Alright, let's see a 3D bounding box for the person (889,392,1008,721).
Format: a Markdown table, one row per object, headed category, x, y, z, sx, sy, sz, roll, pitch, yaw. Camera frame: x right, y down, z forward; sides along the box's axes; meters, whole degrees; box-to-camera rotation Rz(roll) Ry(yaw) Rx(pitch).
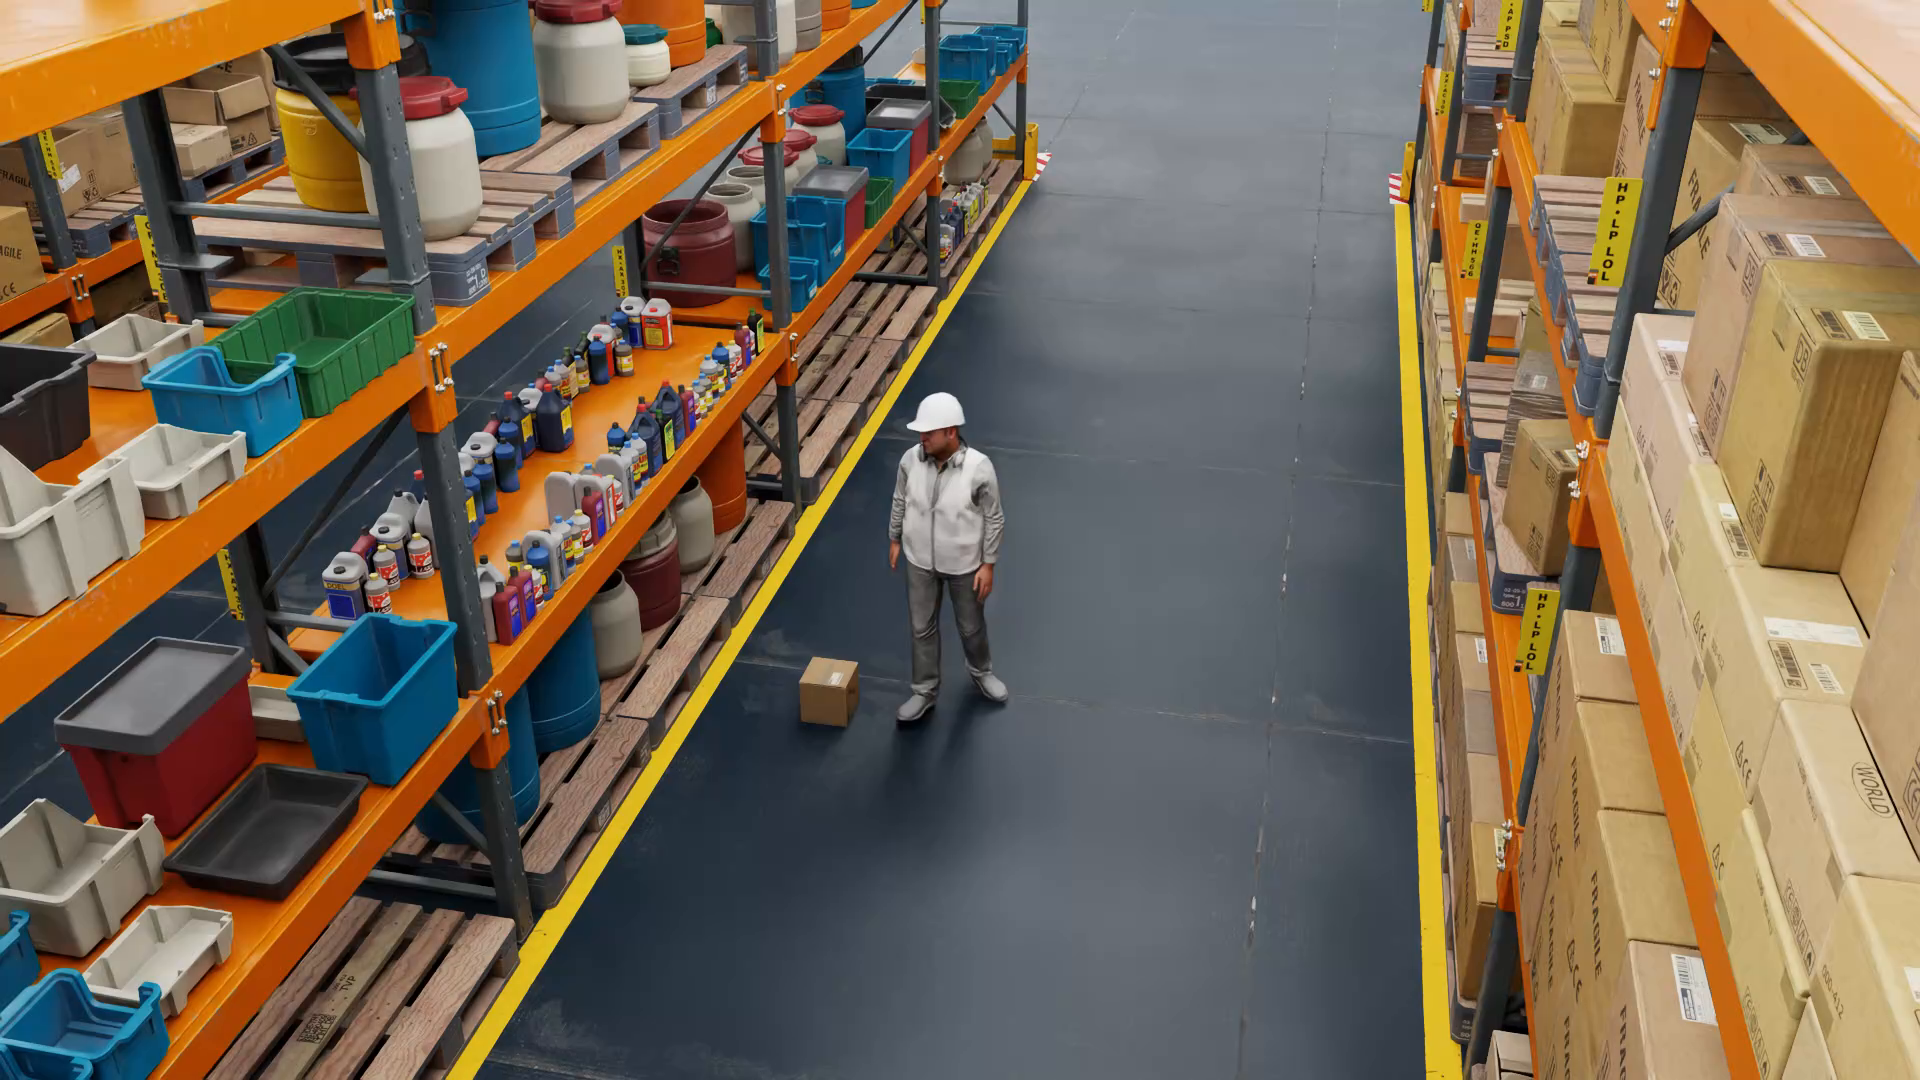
| category | x | y | z | sx | sy | sz | roll | pitch | yaw |
| --- | --- | --- | --- | --- | --- | --- | --- | --- | --- |
| person | -0.085 | 0.083 | 8.413 | 0.639 | 1.775 | 0.583 | 10 | 30 | 17 |
